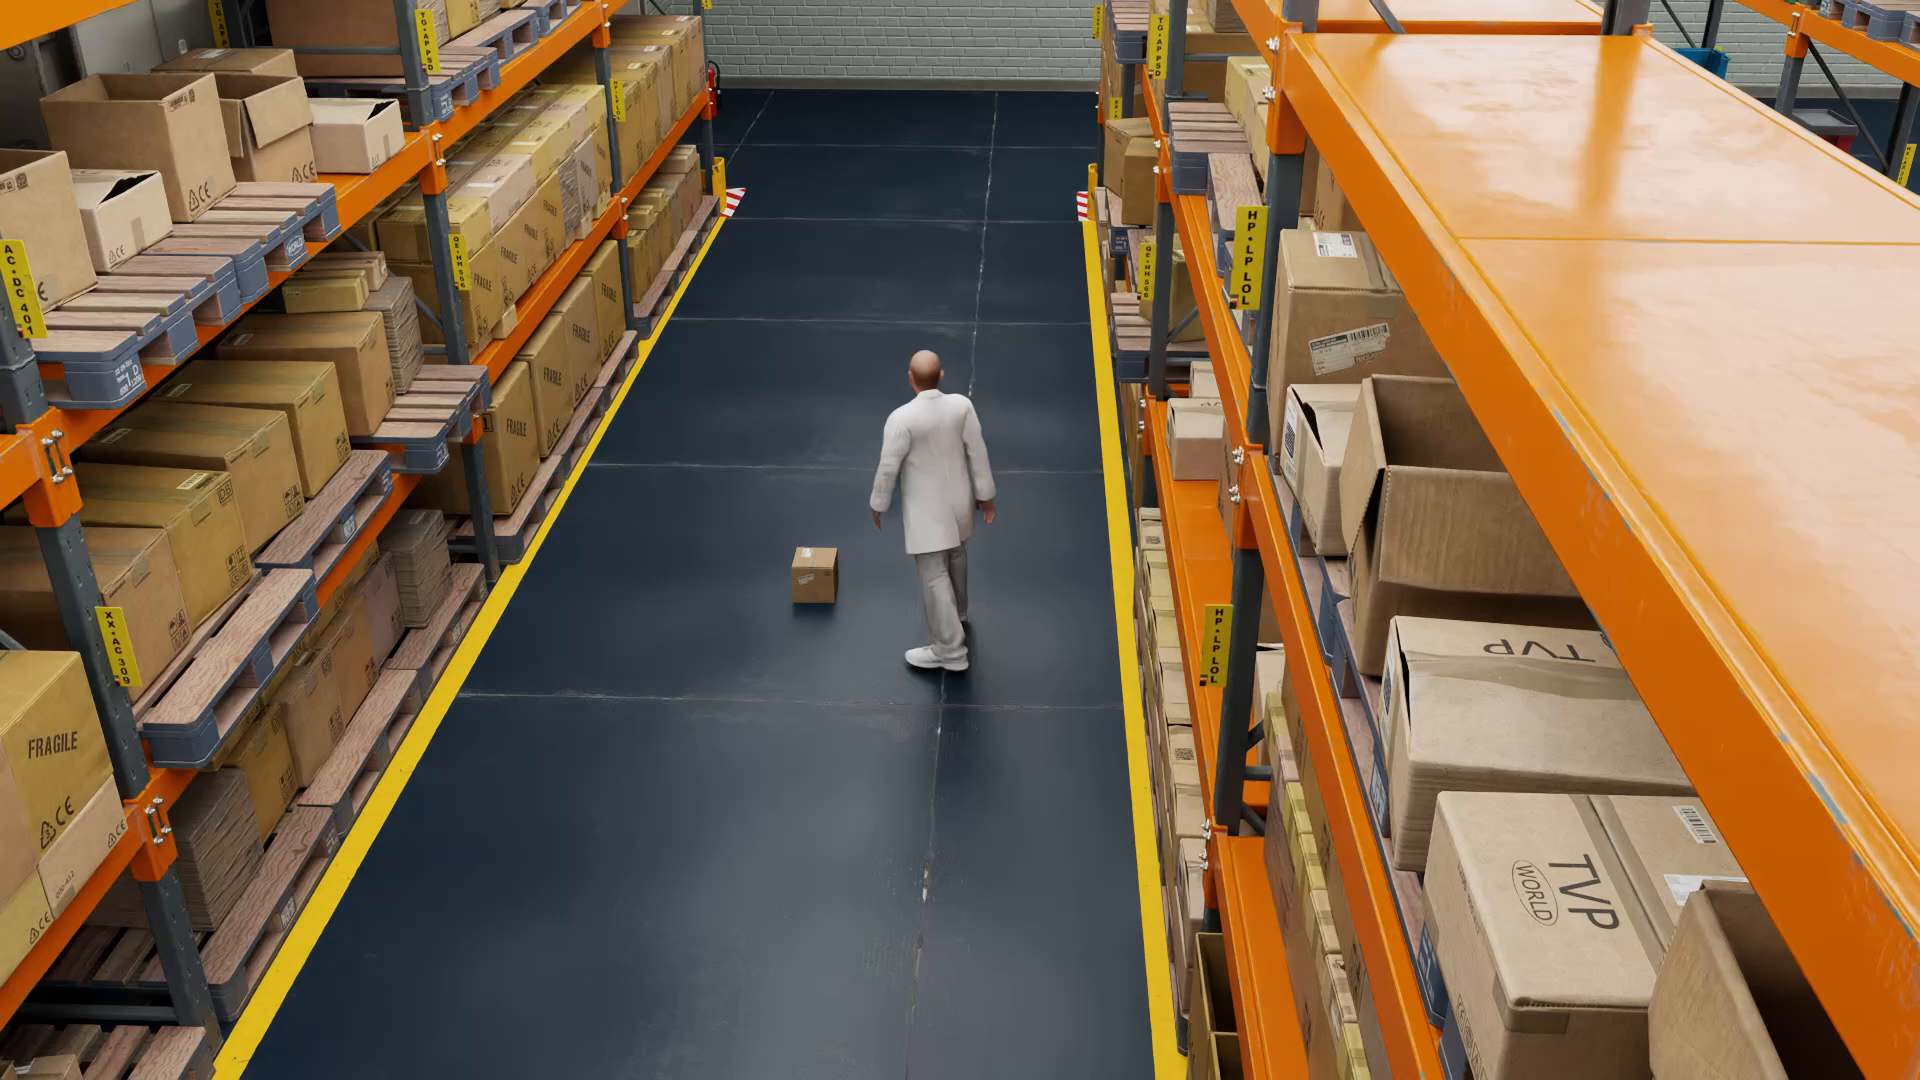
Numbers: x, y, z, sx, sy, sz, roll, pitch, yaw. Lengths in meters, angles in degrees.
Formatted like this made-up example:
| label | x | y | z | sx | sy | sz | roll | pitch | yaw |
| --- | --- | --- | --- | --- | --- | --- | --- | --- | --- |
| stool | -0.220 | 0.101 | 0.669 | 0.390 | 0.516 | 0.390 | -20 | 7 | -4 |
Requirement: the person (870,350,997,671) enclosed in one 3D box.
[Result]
| label | x | y | z | sx | sy | sz | roll | pitch | yaw |
| --- | --- | --- | --- | --- | --- | --- | --- | --- | --- |
| person | -0.138 | -0.197 | 9.284 | 0.688 | 1.749 | 0.878 | -17 | 32 | -30 |
